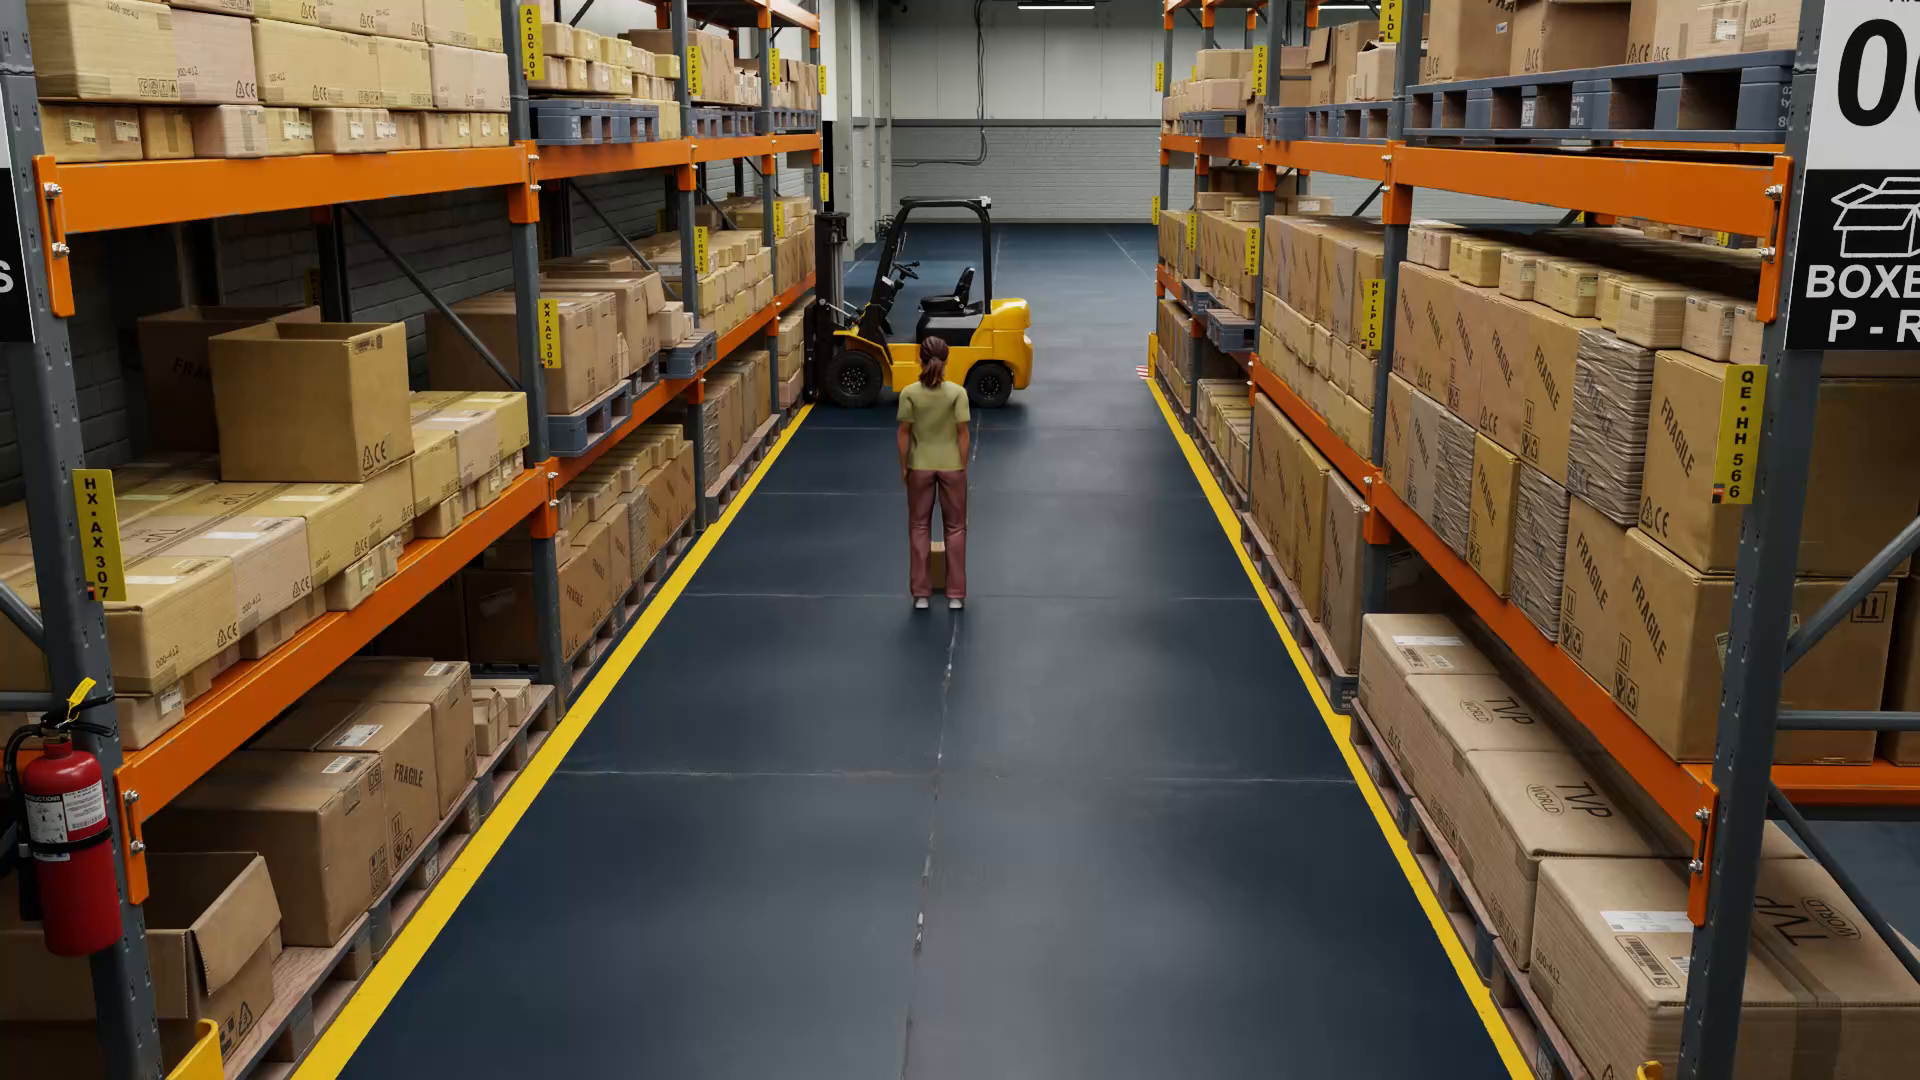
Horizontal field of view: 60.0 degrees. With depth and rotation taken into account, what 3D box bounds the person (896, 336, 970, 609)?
[{"bbox_3d":[-0.158,-0.404,10.147,0.447,1.671,0.360,1,14,3],"label":"person"}]
